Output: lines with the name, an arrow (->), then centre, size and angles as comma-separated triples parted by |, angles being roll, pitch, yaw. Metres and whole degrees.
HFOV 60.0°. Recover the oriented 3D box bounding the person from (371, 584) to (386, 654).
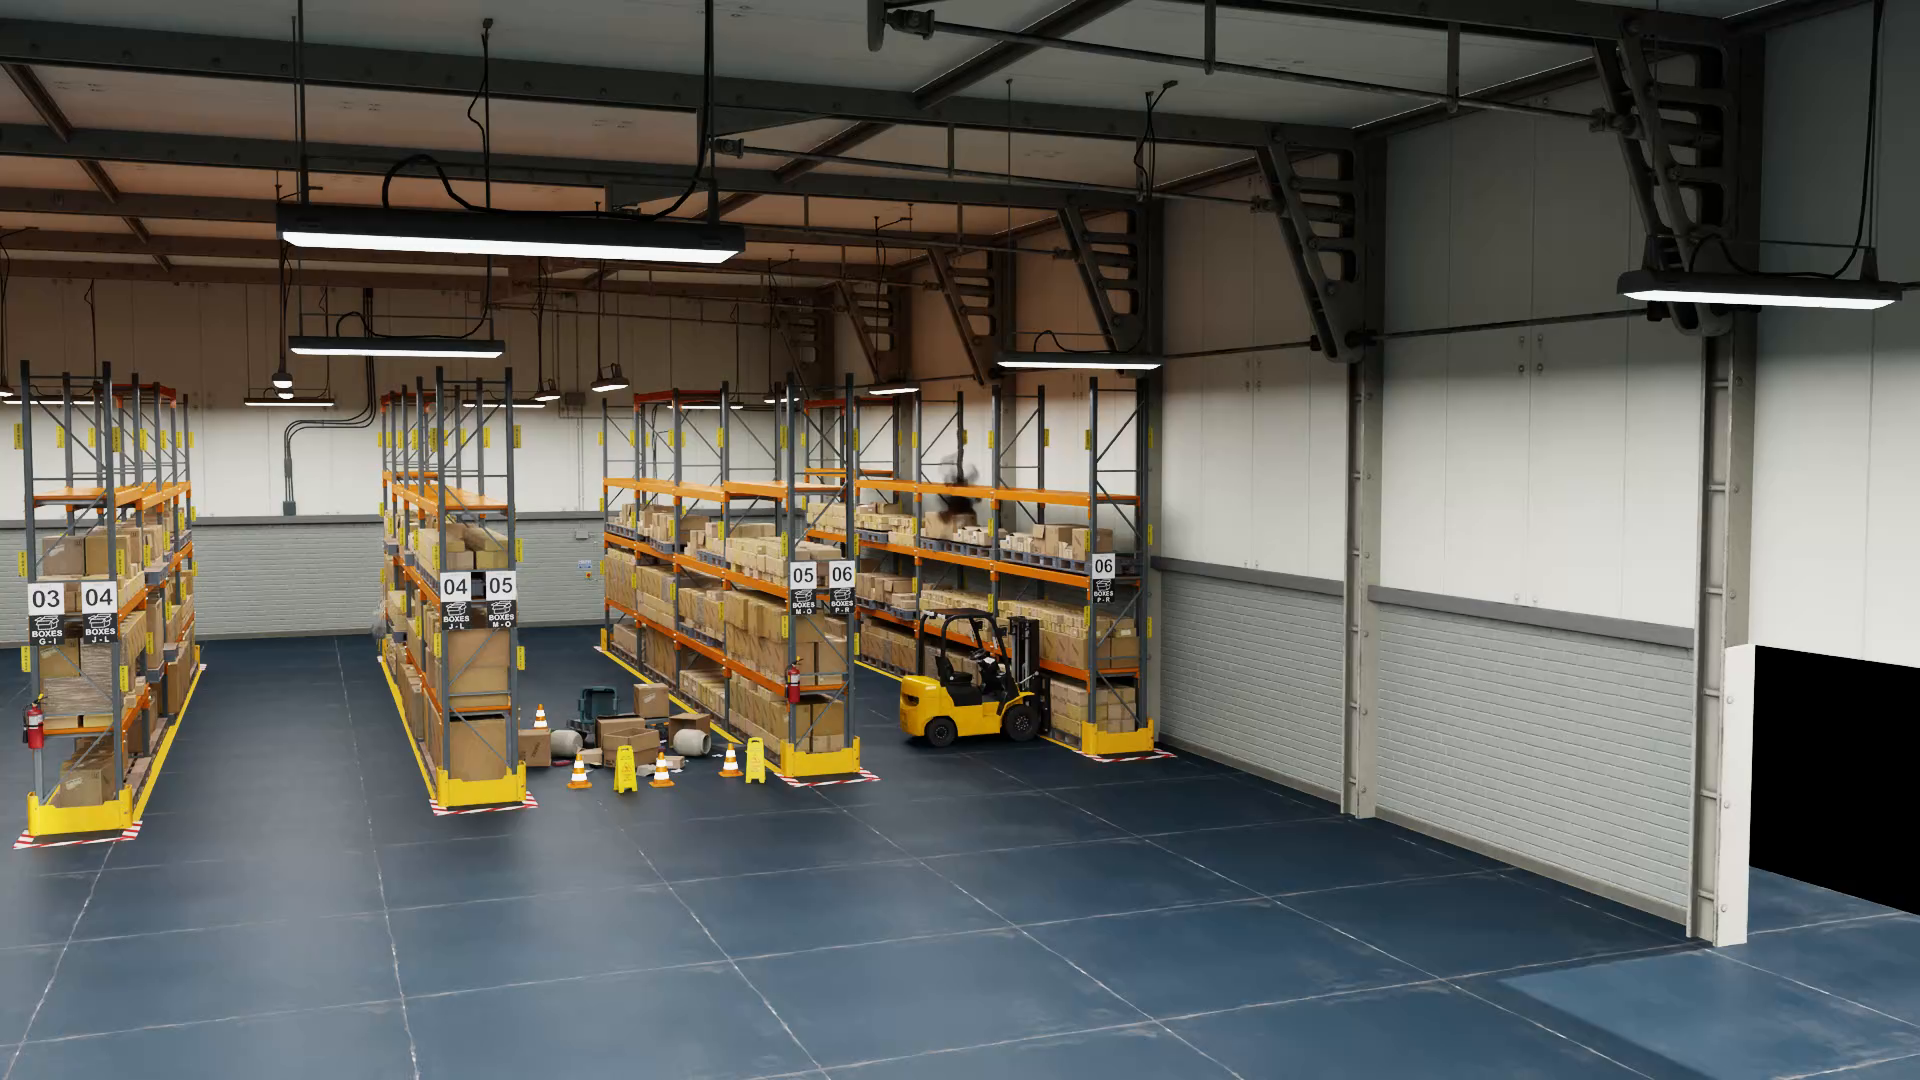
person -> -13.408, 1.851, 38.756 | 0.595, 1.682, 0.599 | -2, 4, -35
